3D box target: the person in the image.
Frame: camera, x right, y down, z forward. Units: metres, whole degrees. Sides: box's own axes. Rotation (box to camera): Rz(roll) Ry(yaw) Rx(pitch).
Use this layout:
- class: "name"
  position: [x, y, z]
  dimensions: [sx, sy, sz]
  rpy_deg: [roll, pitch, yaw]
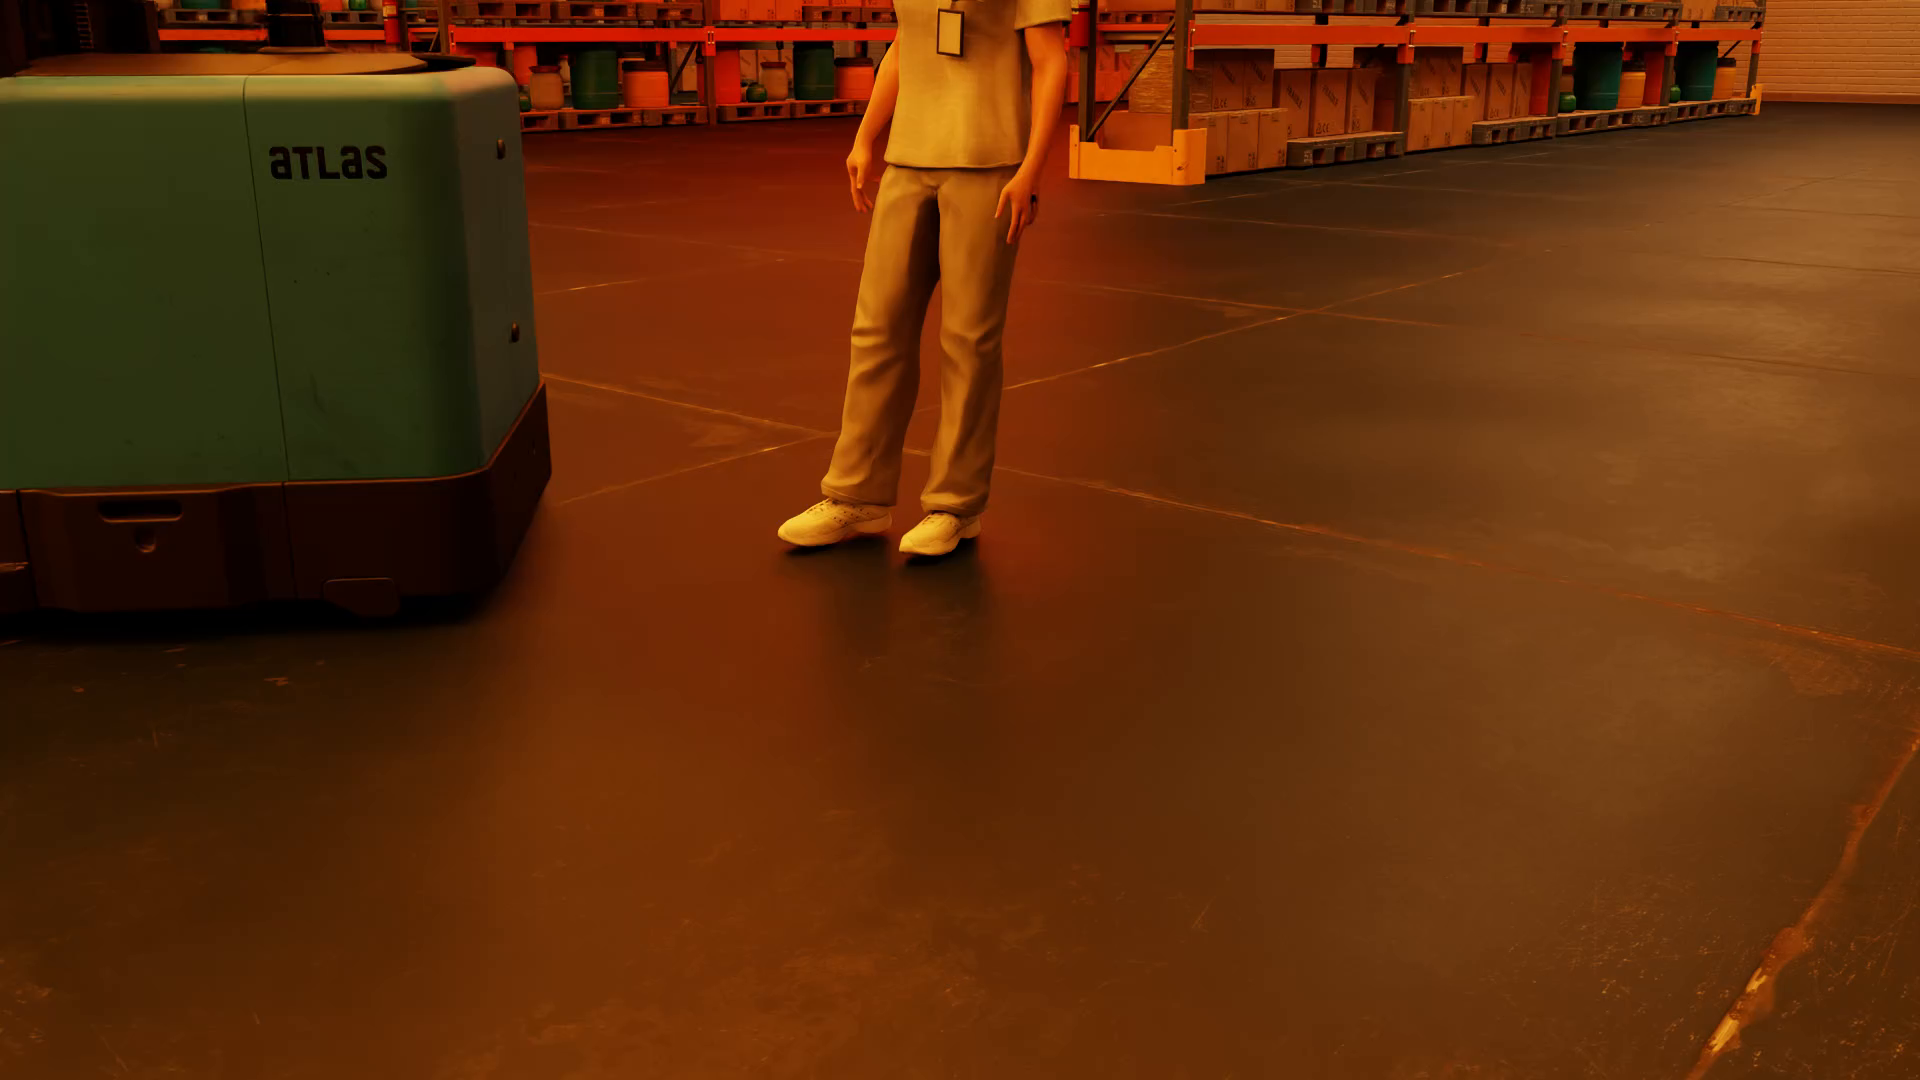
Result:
- class: "person"
  position: [-0.058, -0.795, 3.650]
  dimensions: [0.549, 1.674, 0.548]
  rpy_deg: [13, 21, 37]

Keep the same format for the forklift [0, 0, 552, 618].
- class: "forklift"
  position: [-2.502, -1.330, 3.276]
  dimensions: [3.031, 2.935, 1.130]
  rpy_deg: [-2, 17, -6]
